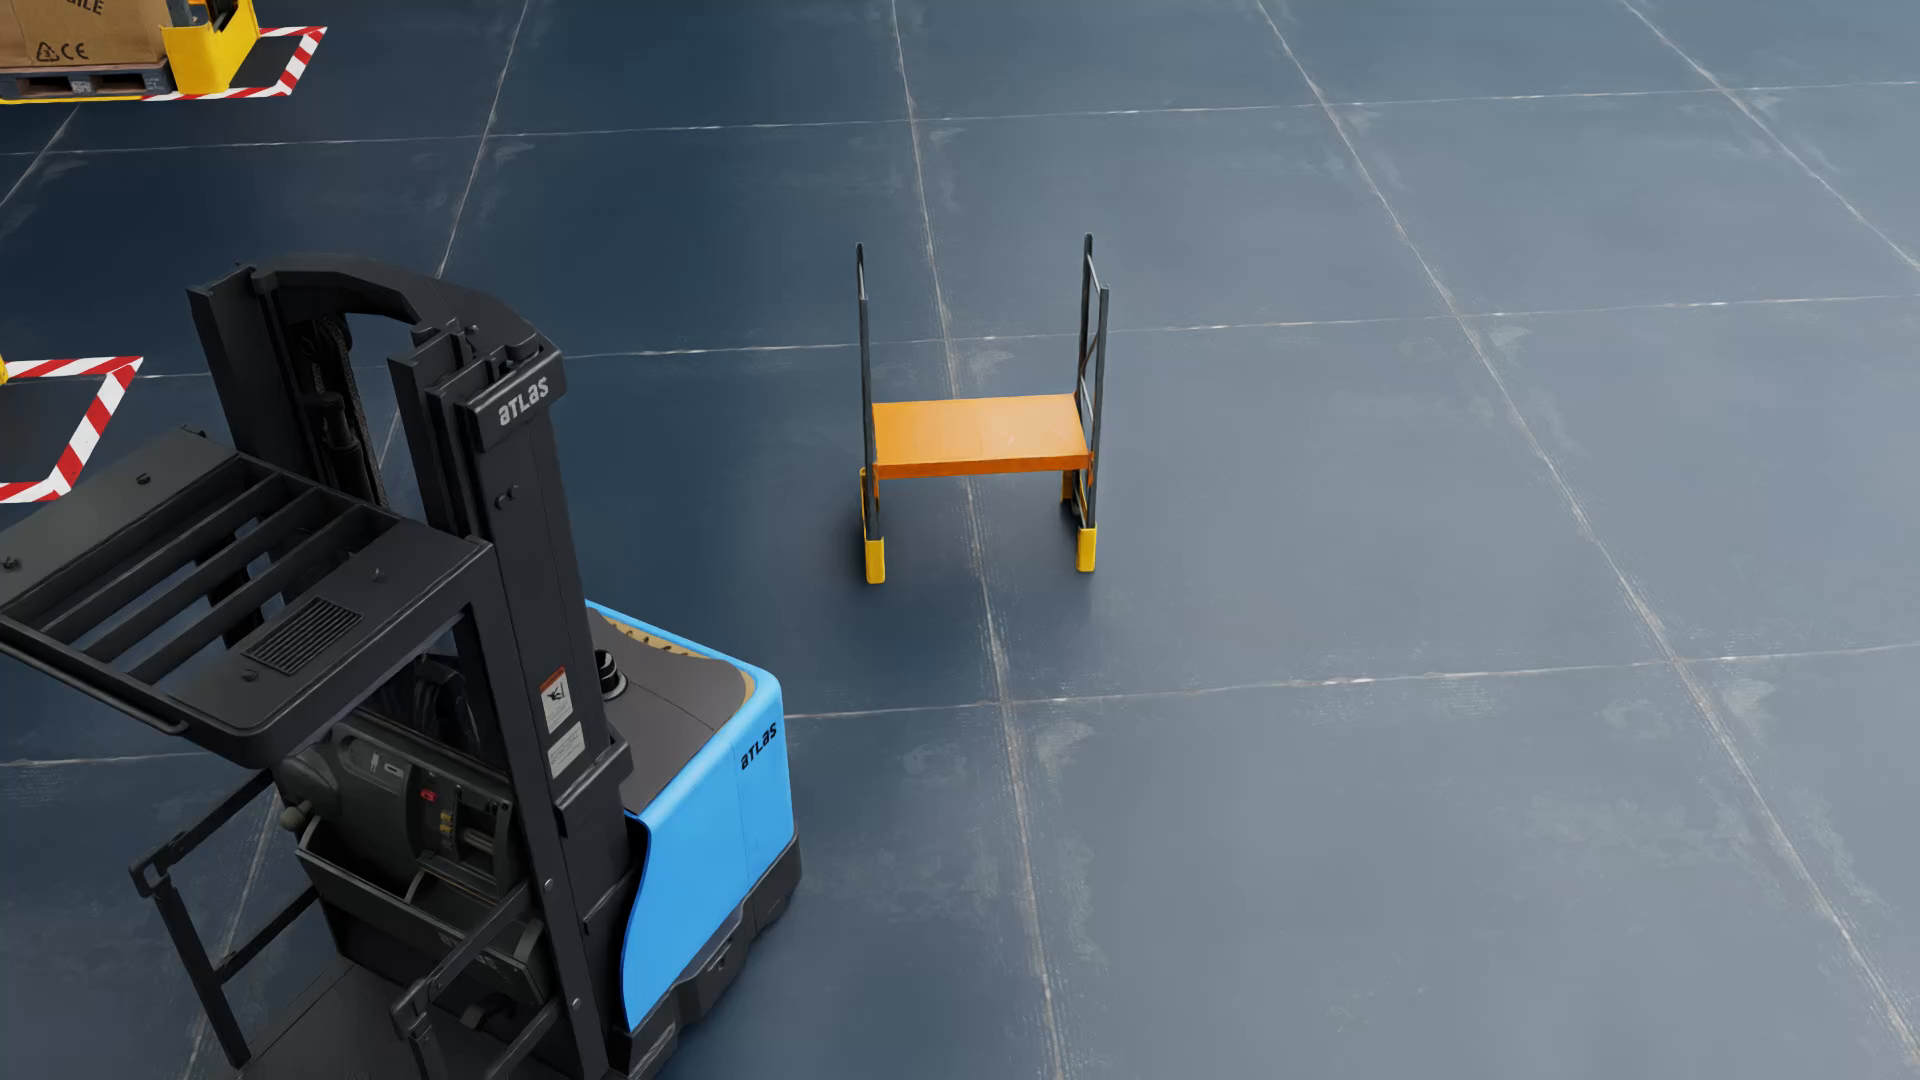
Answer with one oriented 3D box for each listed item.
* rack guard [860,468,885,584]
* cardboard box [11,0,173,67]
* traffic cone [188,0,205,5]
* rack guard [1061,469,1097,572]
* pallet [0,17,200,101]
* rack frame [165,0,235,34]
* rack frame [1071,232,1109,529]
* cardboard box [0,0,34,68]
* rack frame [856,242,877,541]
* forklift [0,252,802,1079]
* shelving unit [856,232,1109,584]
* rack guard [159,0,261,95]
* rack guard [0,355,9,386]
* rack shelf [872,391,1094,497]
[{"bbox_3d":[-0.420,-0.075,7.965,0.087,0.250,0.587,-3,38,-4],"label":"rack guard"},{"bbox_3d":[-6.329,-4.068,12.183,0.875,0.875,0.875,-3,38,-4],"label":"cardboard box"},{"bbox_3d":[-6.314,-4.667,13.613,0.334,0.463,0.336,-3,38,-4],"label":"traffic cone"},{"bbox_3d":[0.572,-0.130,8.034,0.087,0.250,0.587,-3,38,-4],"label":"rack guard"},{"bbox_3d":[-6.449,-3.629,12.501,1.213,0.211,1.003,-3,38,-4],"label":"pallet"},{"bbox_3d":[-5.659,-4.816,11.754,0.127,3.000,1.000,-3,38,-4],"label":"rack frame"},{"bbox_3d":[0.591,-0.621,7.649,0.032,1.500,0.500,-3,38,-4],"label":"rack frame"},{"bbox_3d":[-7.205,-4.019,12.120,0.875,0.875,0.875,-4,38,-5],"label":"cardboard box"},{"bbox_3d":[-0.421,-0.566,7.578,0.032,1.500,0.500,-3,38,-4],"label":"rack frame"},{"bbox_3d":[-1.757,0.817,4.670,1.130,2.935,3.031,19,42,22],"label":"forklift"},{"bbox_3d":[0.076,-0.593,7.613,1.083,1.500,0.587,-3,38,-4],"label":"shelving unit"},{"bbox_3d":[-5.635,-3.836,12.530,0.348,0.500,1.175,-3,38,-4],"label":"rack guard"},{"bbox_3d":[-5.396,-0.764,8.637,0.348,0.500,1.175,-3,38,-4],"label":"rack guard"},{"bbox_3d":[0.085,-0.452,7.725,1.000,0.185,0.538,-3,38,-4],"label":"rack shelf"}]
